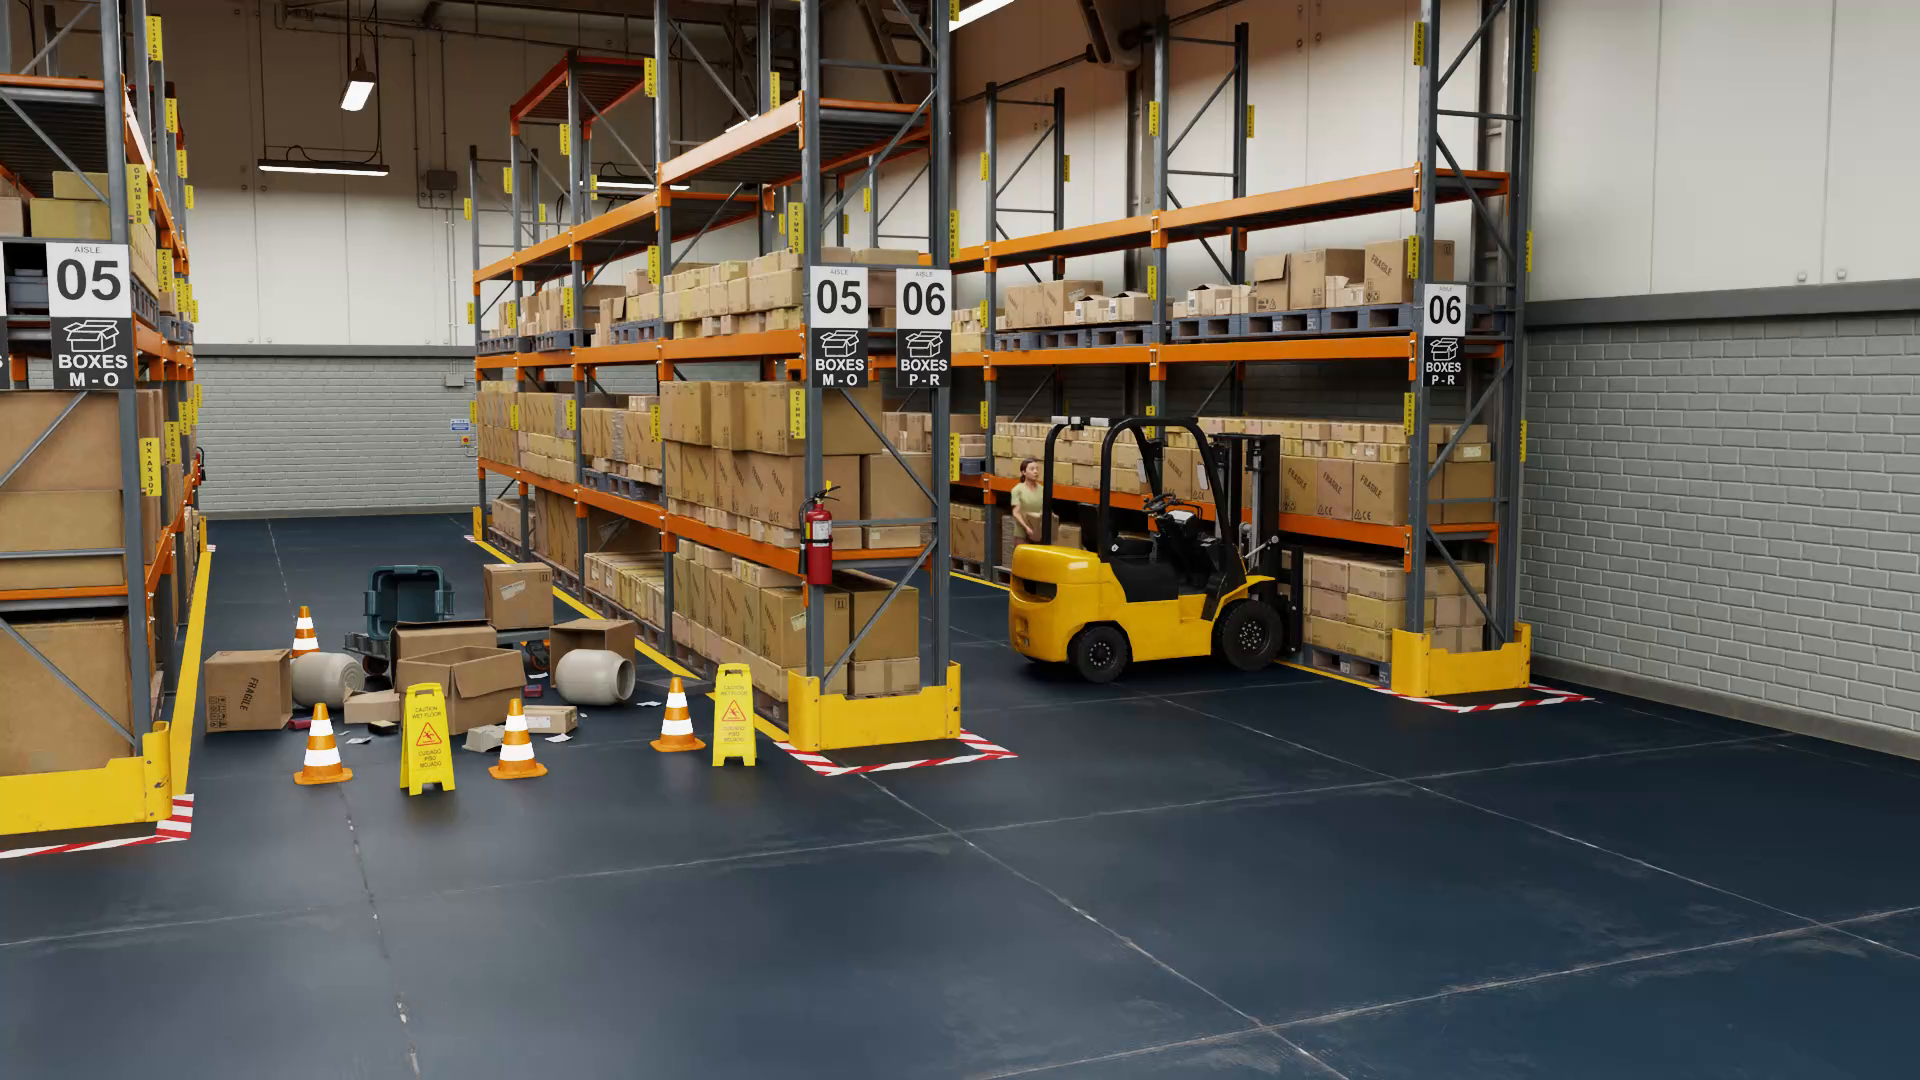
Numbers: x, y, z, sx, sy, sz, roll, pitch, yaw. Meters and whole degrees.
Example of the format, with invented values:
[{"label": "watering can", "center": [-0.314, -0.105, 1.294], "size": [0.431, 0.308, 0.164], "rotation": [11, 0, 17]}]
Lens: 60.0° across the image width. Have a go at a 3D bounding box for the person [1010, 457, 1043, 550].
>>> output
[{"label": "person", "center": [0.754, -0.006, 17.031], "size": [0.452, 1.672, 0.523], "rotation": [-2, 6, -24]}]
